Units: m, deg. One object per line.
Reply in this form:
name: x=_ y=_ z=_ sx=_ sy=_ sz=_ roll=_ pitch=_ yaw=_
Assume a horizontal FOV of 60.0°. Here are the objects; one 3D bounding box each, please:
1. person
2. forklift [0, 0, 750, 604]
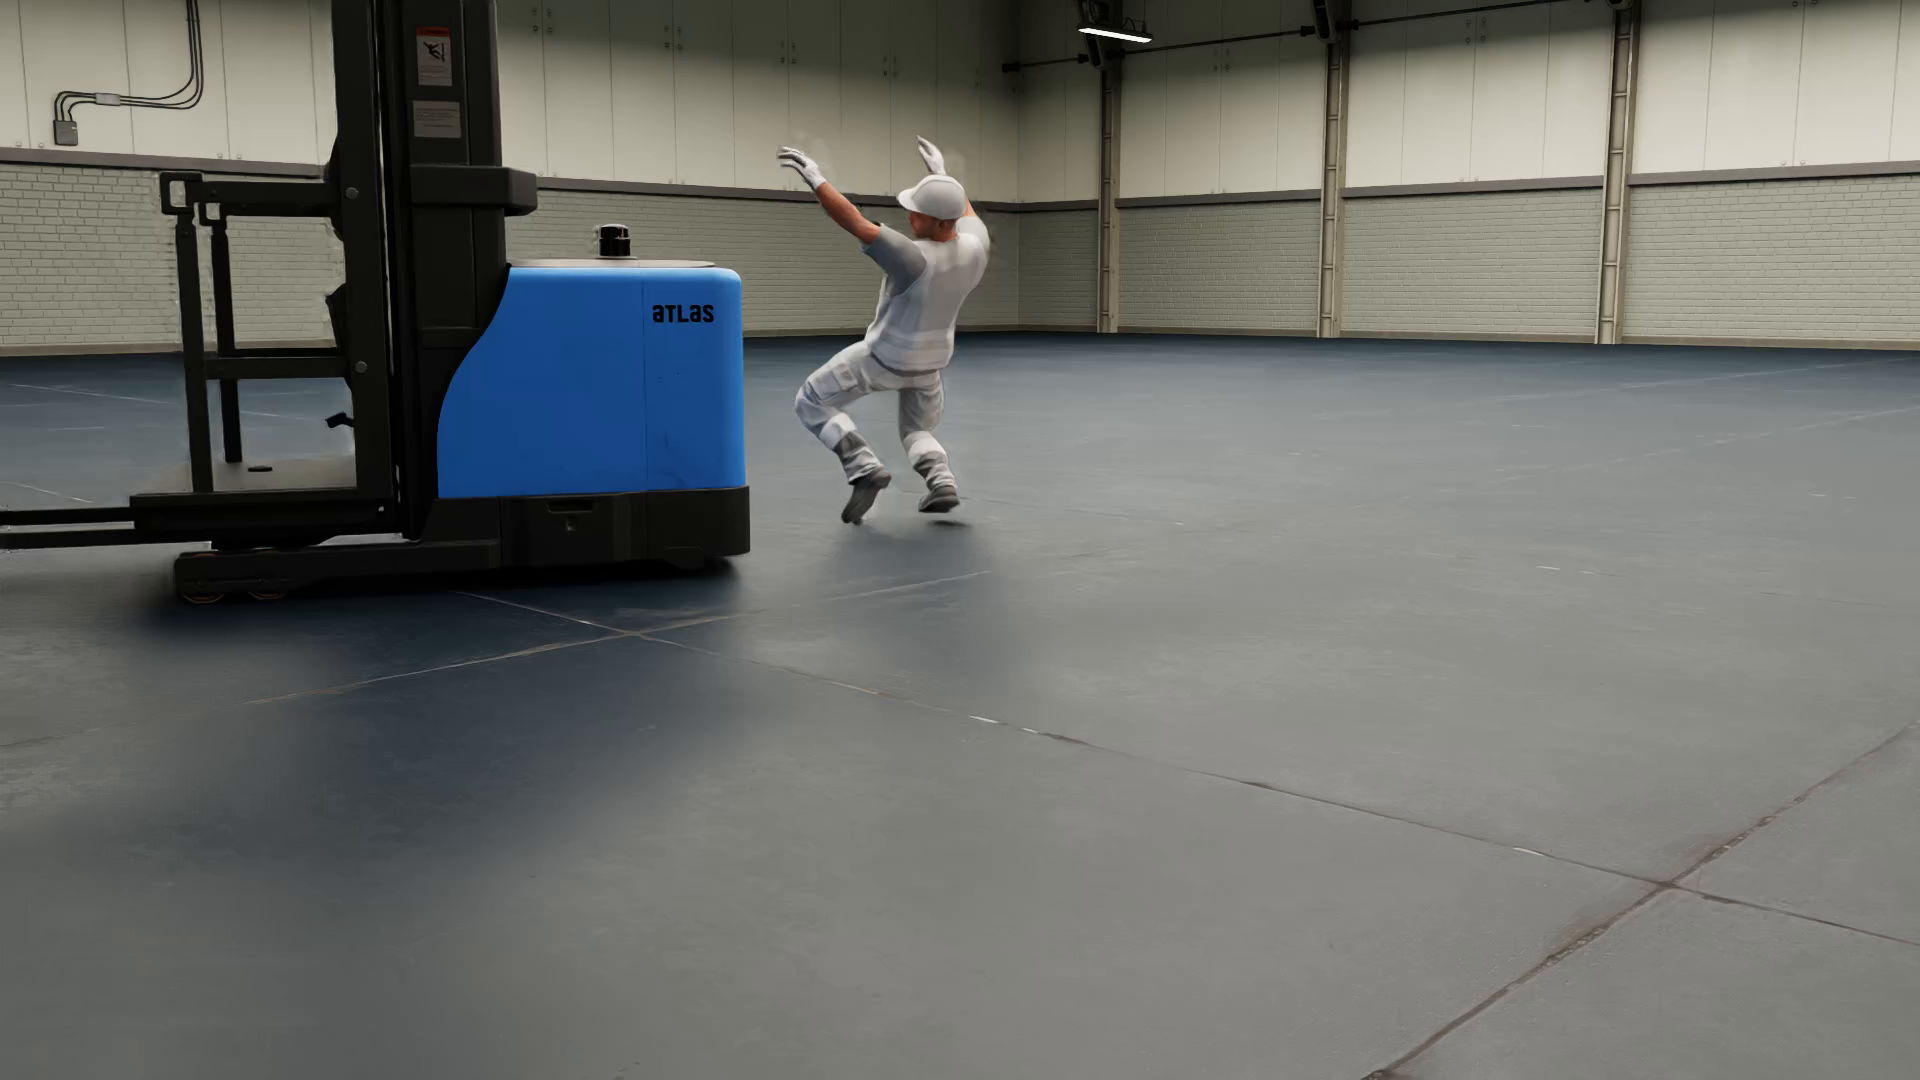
person: x=-0.341 y=-0.892 z=7.065 sx=1.051 sy=1.676 sz=0.804 roll=-7 pitch=11 yaw=-38
forklift: x=-2.327 y=-1.331 z=5.711 sx=3.031 sy=2.935 sz=1.130 roll=-3 pitch=9 yaw=-18
